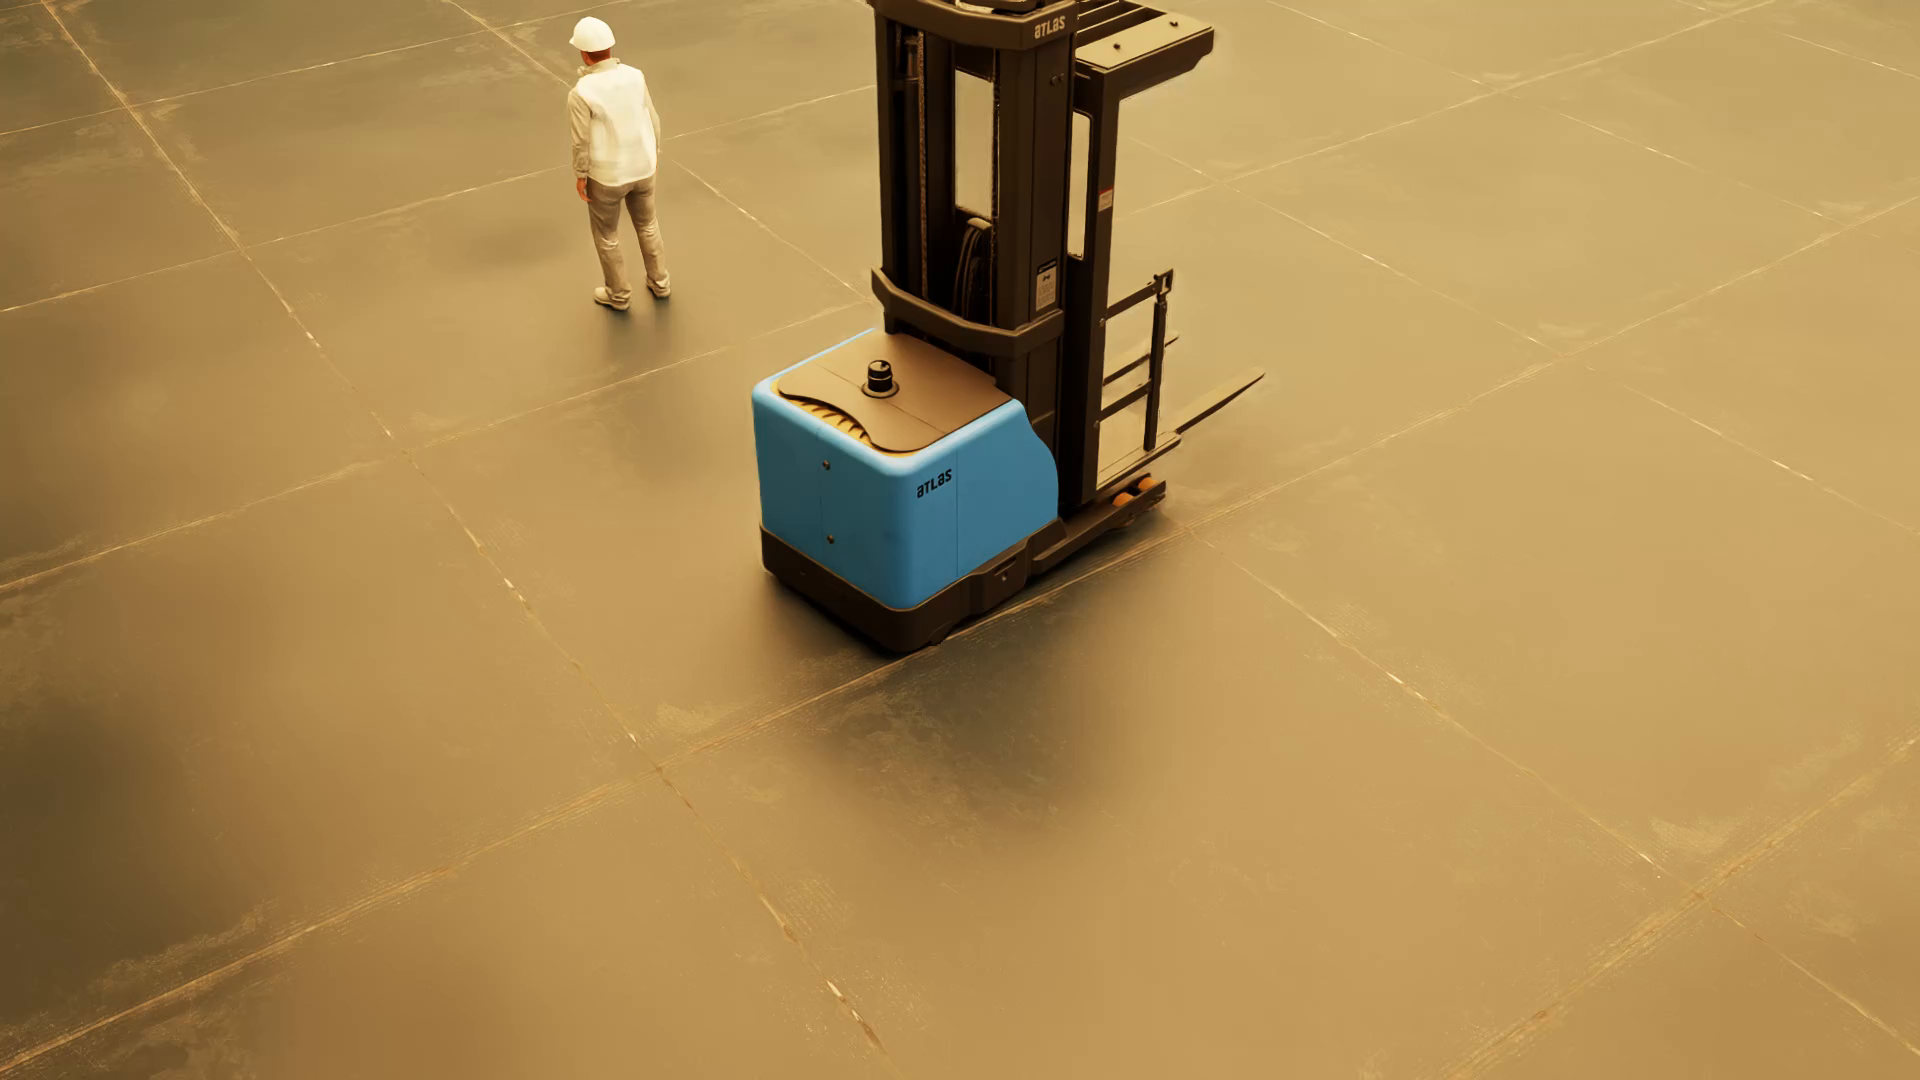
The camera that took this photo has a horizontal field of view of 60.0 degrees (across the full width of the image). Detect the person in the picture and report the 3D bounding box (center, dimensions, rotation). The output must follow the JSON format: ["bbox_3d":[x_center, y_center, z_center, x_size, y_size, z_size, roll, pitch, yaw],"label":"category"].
[{"bbox_3d":[-2.048,-2.230,9.939,0.581,1.770,0.462,-25,43,-30],"label":"person"}]

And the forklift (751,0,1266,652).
[{"bbox_3d":[0.421,-1.444,7.897,1.130,2.935,3.031,30,46,34],"label":"forklift"}]
